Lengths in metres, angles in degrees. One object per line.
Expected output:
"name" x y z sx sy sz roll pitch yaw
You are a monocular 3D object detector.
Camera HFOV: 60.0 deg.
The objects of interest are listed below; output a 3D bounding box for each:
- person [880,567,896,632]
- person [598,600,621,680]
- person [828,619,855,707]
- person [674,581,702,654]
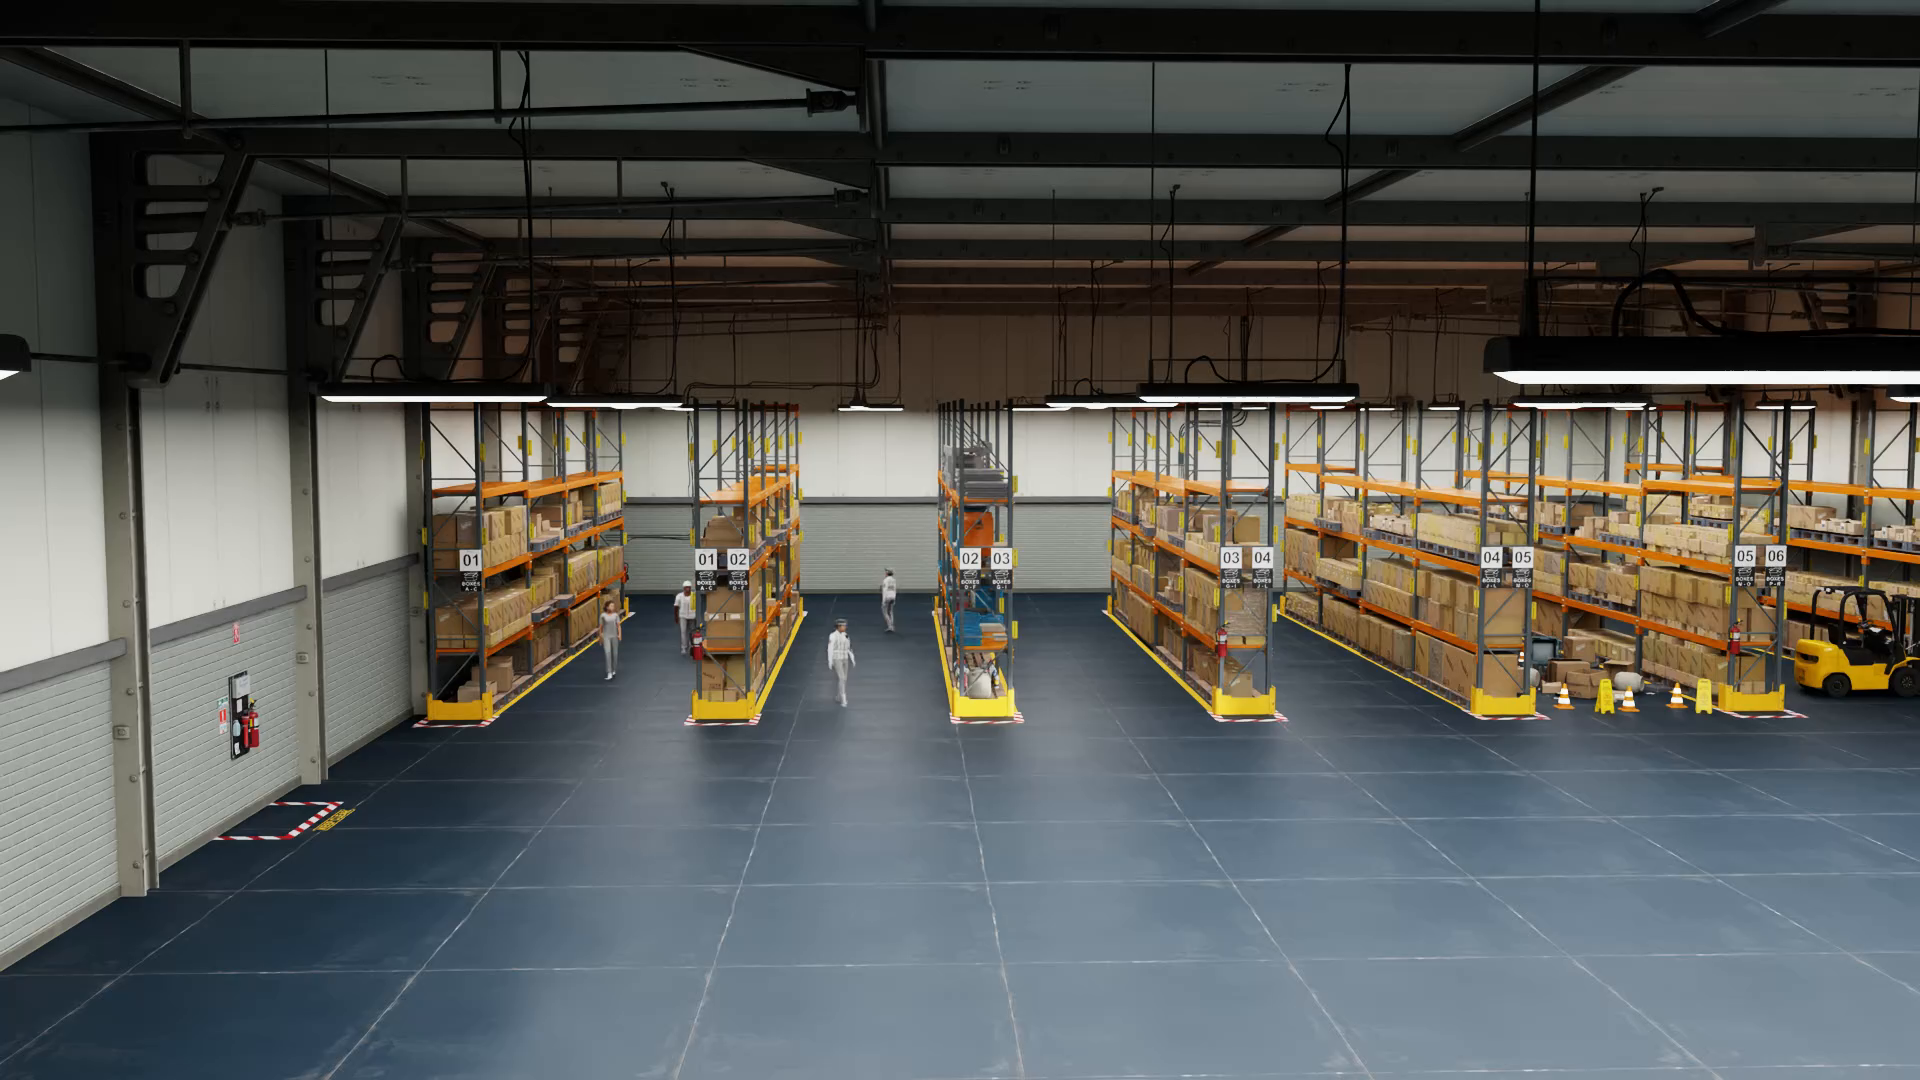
"person" -1.872 1.585 43.766 0.365 1.739 0.526 4 6 40
"person" -7.563 2.157 36.156 0.465 1.659 0.738 -2 5 -29
"person" -2.300 2.425 32.805 0.569 1.719 0.510 4 6 42
"person" -6.498 1.836 39.753 0.679 1.711 1.081 0 4 -5
